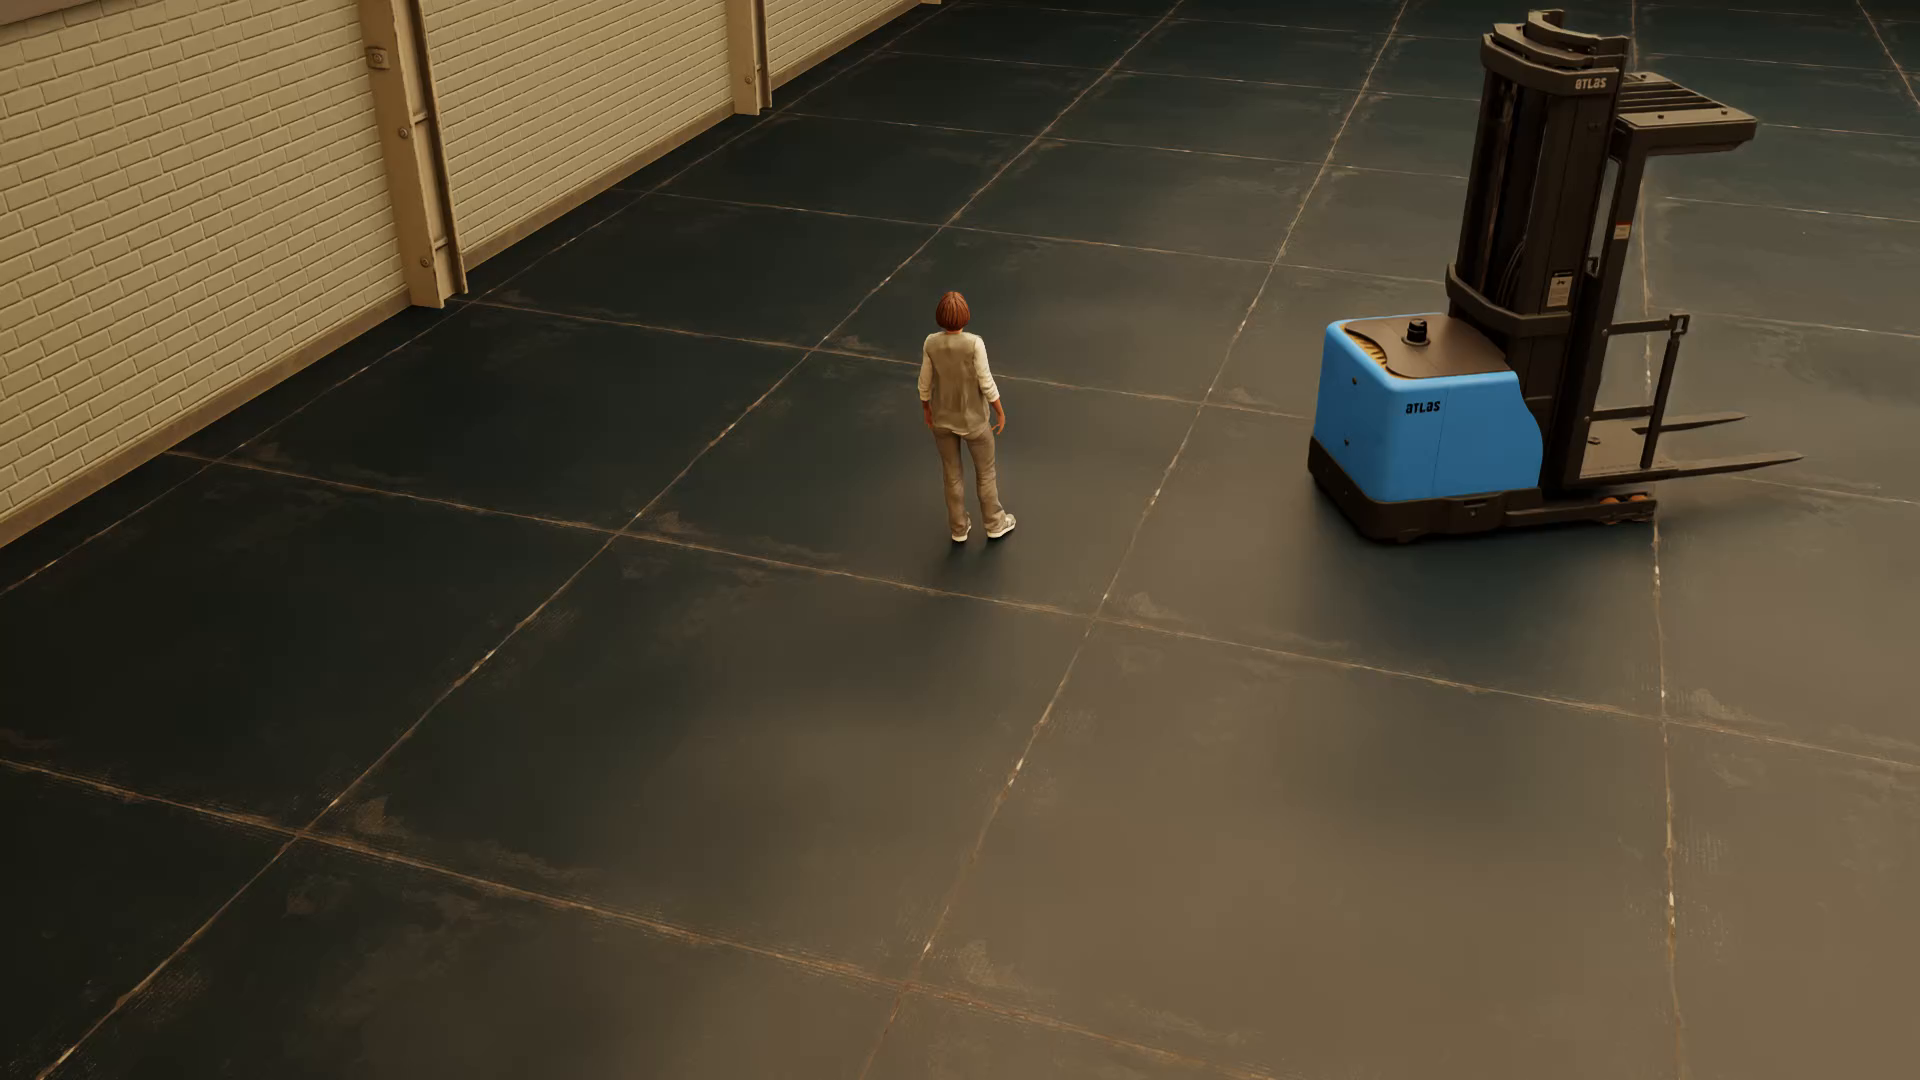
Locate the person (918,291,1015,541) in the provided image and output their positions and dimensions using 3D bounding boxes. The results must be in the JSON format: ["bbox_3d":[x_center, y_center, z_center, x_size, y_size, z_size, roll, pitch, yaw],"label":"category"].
[{"bbox_3d":[0.038,-0.733,9.754,0.520,1.599,0.473,10,31,16],"label":"person"}]

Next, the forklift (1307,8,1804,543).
[{"bbox_3d":[3.821,-1.616,9.972,3.031,2.935,1.130,-6,30,-10],"label":"forklift"}]
